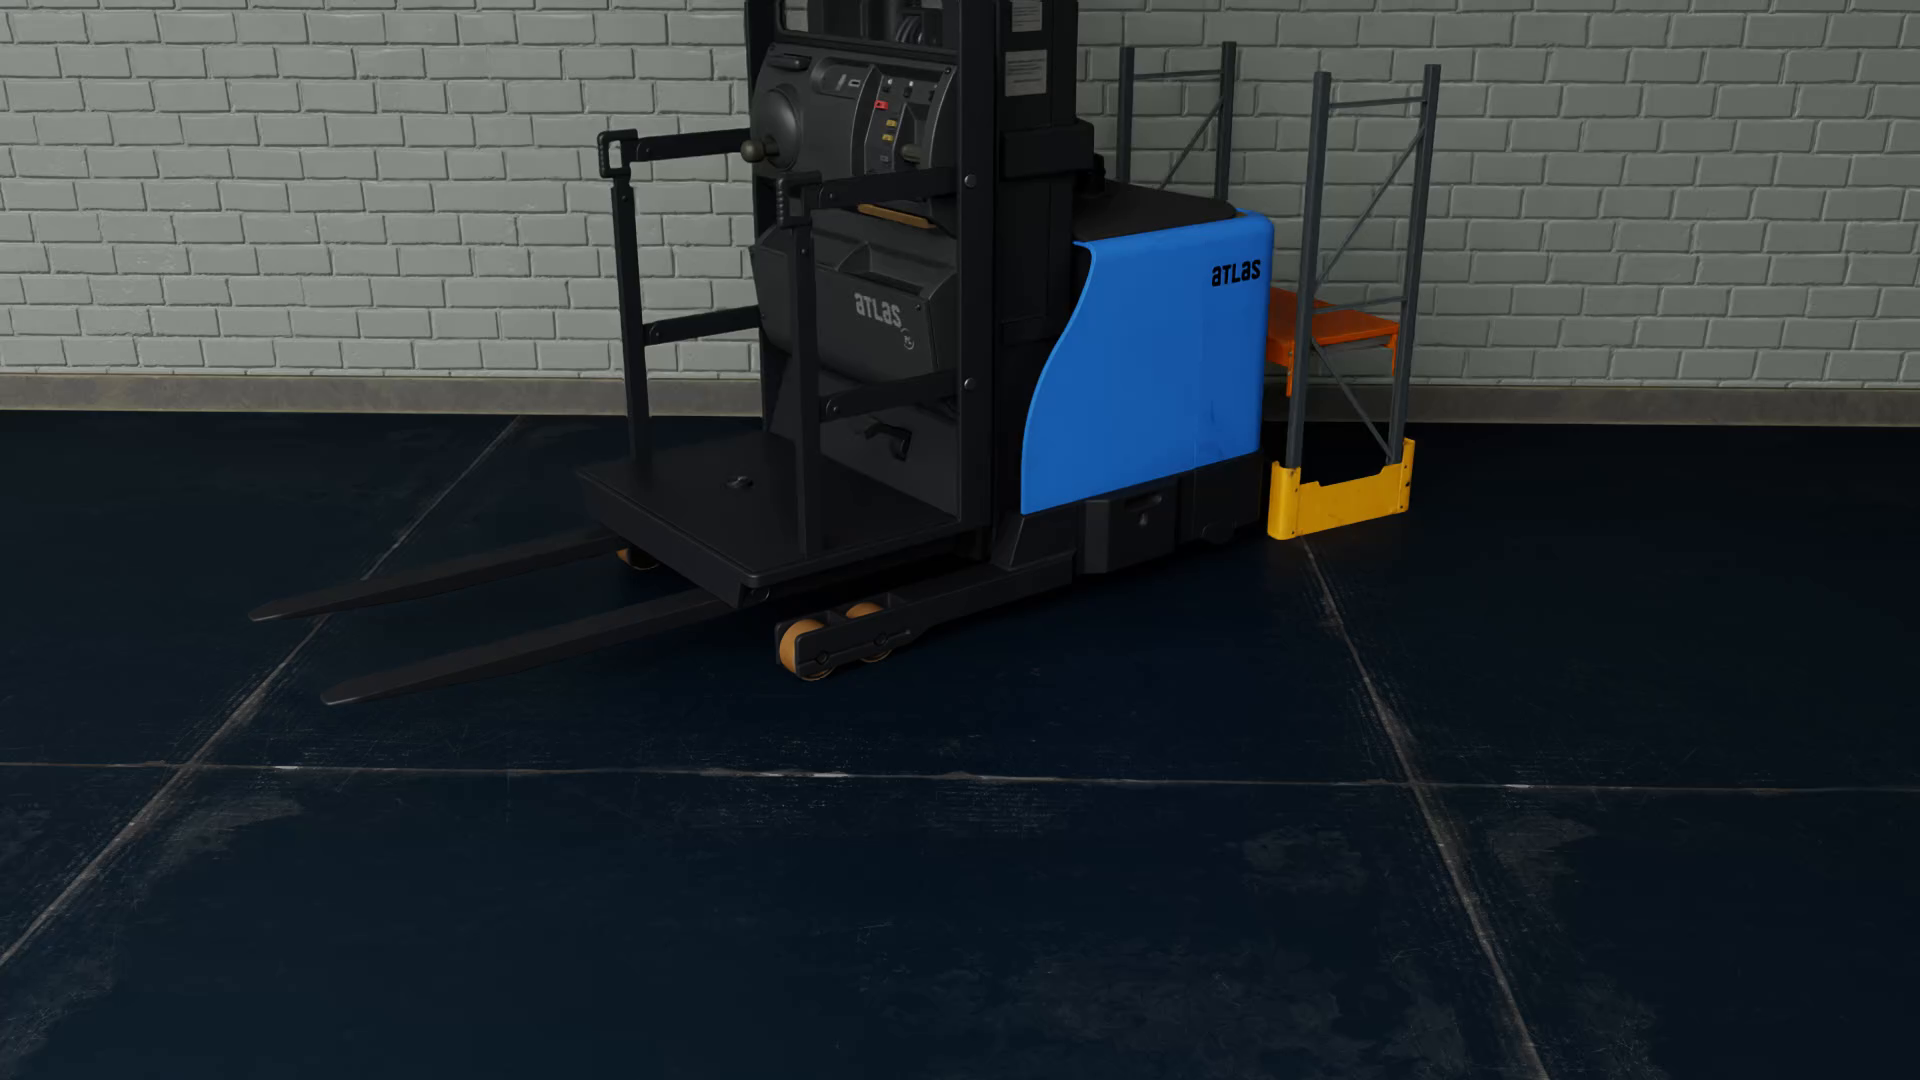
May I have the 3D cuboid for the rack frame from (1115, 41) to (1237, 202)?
[{"bbox_3d":[0.787,-1.080,6.240,0.500,1.500,0.032,-12,24,-28],"label":"rack frame"}]

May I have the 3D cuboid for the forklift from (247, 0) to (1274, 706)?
[{"bbox_3d":[-0.484,-1.197,4.563,3.031,2.935,1.130,-15,26,-34],"label":"forklift"}]

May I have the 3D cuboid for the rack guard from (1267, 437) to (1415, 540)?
[{"bbox_3d":[1.297,-0.180,5.647,0.587,0.250,0.087,-12,24,-28],"label":"rack guard"}]

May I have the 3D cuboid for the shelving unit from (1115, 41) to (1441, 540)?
[{"bbox_3d":[1.047,-0.918,5.822,0.587,1.500,1.083,-12,24,-28],"label":"shelving unit"}]

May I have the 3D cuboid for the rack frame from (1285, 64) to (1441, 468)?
[{"bbox_3d":[1.298,-0.762,5.420,0.500,1.500,0.032,-12,24,-28],"label":"rack frame"}]

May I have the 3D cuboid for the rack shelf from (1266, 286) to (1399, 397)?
[{"bbox_3d":[1.042,-0.754,5.895,0.538,0.185,1.000,-12,24,-28],"label":"rack shelf"}]
